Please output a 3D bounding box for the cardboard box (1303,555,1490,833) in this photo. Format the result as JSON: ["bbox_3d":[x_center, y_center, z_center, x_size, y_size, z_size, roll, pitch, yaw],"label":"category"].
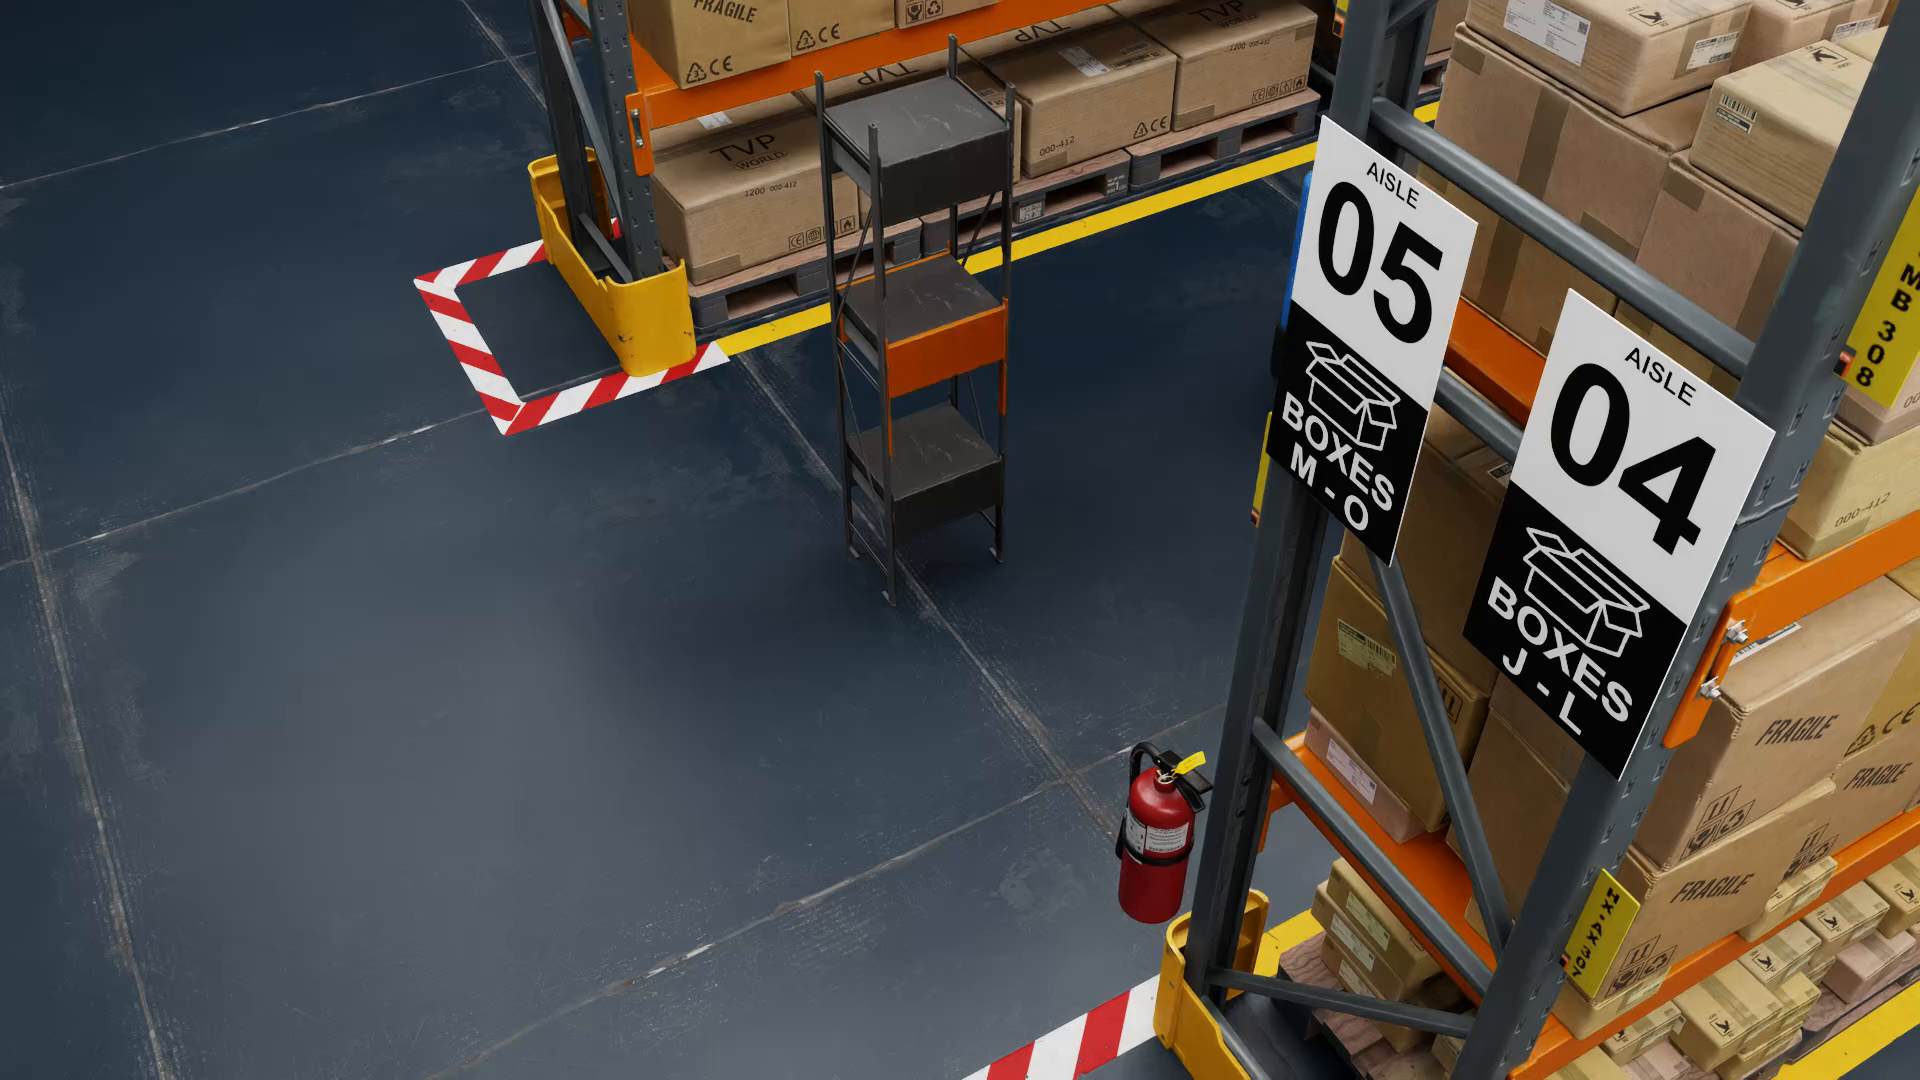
[{"bbox_3d":[1.213,0.286,4.016,0.500,0.500,0.500,-21,48,-20],"label":"cardboard box"}]

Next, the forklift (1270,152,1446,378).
[{"bbox_3d":[2.953,-1.886,6.589,3.031,2.935,1.130,-16,47,-16],"label":"forklift"}]

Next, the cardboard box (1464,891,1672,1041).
[{"bbox_3d":[1.396,0.916,3.833,0.250,0.149,0.380,-22,48,-21],"label":"cardboard box"}]

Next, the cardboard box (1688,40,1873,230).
[{"bbox_3d":[1.346,-0.580,2.502,0.250,0.149,0.380,-22,48,-21],"label":"cardboard box"}]

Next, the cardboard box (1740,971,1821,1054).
[{"bbox_3d":[2.244,1.256,4.834,0.250,0.149,0.380,-20,48,-20],"label":"cardboard box"}]

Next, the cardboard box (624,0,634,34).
[{"bbox_3d":[-1.315,-2.577,7.180,0.500,0.500,0.500,-22,48,-21],"label":"cardboard box"}]

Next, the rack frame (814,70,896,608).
[{"bbox_3d":[-0.355,-0.611,5.872,0.015,2.100,0.400,-22,48,-21],"label":"rack frame"}]

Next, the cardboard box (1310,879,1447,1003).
[{"bbox_3d":[1.268,1.150,4.943,0.250,0.149,0.380,-23,49,-22],"label":"cardboard box"}]

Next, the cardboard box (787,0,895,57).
[{"bbox_3d":[-0.618,-2.435,7.034,0.500,0.500,0.500,-22,48,-21],"label":"cardboard box"}]

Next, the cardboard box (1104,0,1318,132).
[{"bbox_3d":[1.269,-2.680,8.896,0.875,0.438,0.875,-22,48,-21],"label":"cardboard box"}]

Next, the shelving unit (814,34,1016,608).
[{"bbox_3d":[-0.144,-0.696,5.960,0.503,2.100,0.431,-22,48,-21],"label":"shelving unit"}]

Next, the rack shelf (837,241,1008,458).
[{"bbox_3d":[-0.144,-0.686,5.969,0.480,0.518,0.431,-22,48,-21],"label":"rack shelf"}]

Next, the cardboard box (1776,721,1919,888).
[{"bbox_3d":[1.930,0.408,3.891,0.500,0.500,0.500,-22,48,-21],"label":"cardboard box"}]

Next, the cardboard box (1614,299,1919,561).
[{"bbox_3d":[1.469,-0.284,2.842,0.500,0.250,0.500,-20,48,-20],"label":"cardboard box"}]

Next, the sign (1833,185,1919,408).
[{"bbox_3d":[1.223,-0.322,2.147,0.005,0.325,0.100,-22,48,-21],"label":"sign"}]

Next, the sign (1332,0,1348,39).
[{"bbox_3d":[0.693,-0.996,2.833,0.005,0.325,0.100,-22,48,-21],"label":"sign"}]

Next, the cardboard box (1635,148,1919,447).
[{"bbox_3d":[1.471,-0.461,2.666,0.500,0.250,0.500,-21,48,-20],"label":"cardboard box"}]

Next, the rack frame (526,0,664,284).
[{"bbox_3d":[-1.602,-2.214,6.877,0.127,3.000,1.000,-22,48,-21],"label":"rack frame"}]

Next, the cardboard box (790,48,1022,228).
[{"bbox_3d":[-0.290,-2.057,8.254,0.875,0.438,0.875,-21,48,-20],"label":"cardboard box"}]

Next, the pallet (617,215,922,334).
[{"bbox_3d":[-0.947,-1.538,8.183,1.213,0.211,1.003,-22,48,-21],"label":"pallet"}]

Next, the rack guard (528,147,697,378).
[{"bbox_3d":[-1.622,-1.309,7.739,0.348,0.500,1.175,-22,48,-21],"label":"rack guard"}]

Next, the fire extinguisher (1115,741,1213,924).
[{"bbox_3d":[0.504,0.710,4.187,0.183,0.674,0.296,-22,48,-21],"label":"fire extinguisher"}]

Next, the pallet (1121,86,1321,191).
[{"bbox_3d":[1.168,-2.384,9.055,1.213,0.211,1.003,-22,48,-21],"label":"pallet"}]

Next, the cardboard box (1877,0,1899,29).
[{"bbox_3d":[1.579,-1.014,2.949,0.250,0.149,0.380,-23,49,-22],"label":"cardboard box"}]

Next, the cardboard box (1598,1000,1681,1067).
[{"bbox_3d":[1.755,1.254,4.622,0.250,0.149,0.380,-21,48,-20],"label":"cardboard box"}]

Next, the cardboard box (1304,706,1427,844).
[{"bbox_3d":[1.094,0.547,4.213,0.250,0.149,0.380,-22,48,-21],"label":"cardboard box"}]

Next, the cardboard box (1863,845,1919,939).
[{"bbox_3d":[2.707,0.954,4.932,0.250,0.149,0.380,-21,48,-20],"label":"cardboard box"}]

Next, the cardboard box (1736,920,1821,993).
[{"bbox_3d":[2.211,1.108,4.773,0.250,0.149,0.380,-24,49,-23],"label":"cardboard box"}]

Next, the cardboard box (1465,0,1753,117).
[{"bbox_3d":[1.094,-0.898,2.830,0.250,0.149,0.380,-22,48,-21],"label":"cardboard box"}]

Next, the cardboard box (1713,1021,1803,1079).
[{"bbox_3d":[2.240,1.371,4.929,0.250,0.149,0.380,-21,48,-20],"label":"cardboard box"}]

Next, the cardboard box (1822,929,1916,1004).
[{"bbox_3d":[2.673,1.191,5.114,0.250,0.149,0.380,-24,49,-23],"label":"cardboard box"}]

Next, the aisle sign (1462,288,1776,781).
[{"bbox_3d":[1.038,0.014,2.715,0.004,0.787,0.394,-22,48,-21],"label":"aisle sign"}]

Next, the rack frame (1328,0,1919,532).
[{"bbox_3d":[0.952,-1.413,1.744,0.127,3.000,1.000,-22,48,-21],"label":"rack frame"}]

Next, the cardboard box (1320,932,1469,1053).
[{"bbox_3d":[1.305,1.304,4.998,0.250,0.149,0.380,-21,48,-20],"label":"cardboard box"}]

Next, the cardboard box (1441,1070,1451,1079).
[{"bbox_3d":[1.566,1.624,4.668,0.250,0.149,0.380,-21,48,-20],"label":"cardboard box"}]

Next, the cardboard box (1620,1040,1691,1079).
[{"bbox_3d":[1.800,1.418,4.667,0.250,0.149,0.380,-22,48,-21],"label":"cardboard box"}]

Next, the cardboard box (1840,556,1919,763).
[{"bbox_3d":[1.908,0.064,3.527,0.500,0.500,0.500,-20,48,-20],"label":"cardboard box"}]

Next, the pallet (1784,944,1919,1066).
[{"bbox_3d":[2.797,1.034,5.533,1.213,0.211,1.003,-22,48,-21],"label":"pallet"}]

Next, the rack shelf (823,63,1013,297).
[{"bbox_3d":[-0.144,-1.189,5.482,0.480,0.518,0.431,-22,48,-21],"label":"rack shelf"}]

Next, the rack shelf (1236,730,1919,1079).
[{"bbox_3d":[2.686,0.304,4.799,4.000,0.370,1.077,-22,48,-21],"label":"rack shelf"}]
